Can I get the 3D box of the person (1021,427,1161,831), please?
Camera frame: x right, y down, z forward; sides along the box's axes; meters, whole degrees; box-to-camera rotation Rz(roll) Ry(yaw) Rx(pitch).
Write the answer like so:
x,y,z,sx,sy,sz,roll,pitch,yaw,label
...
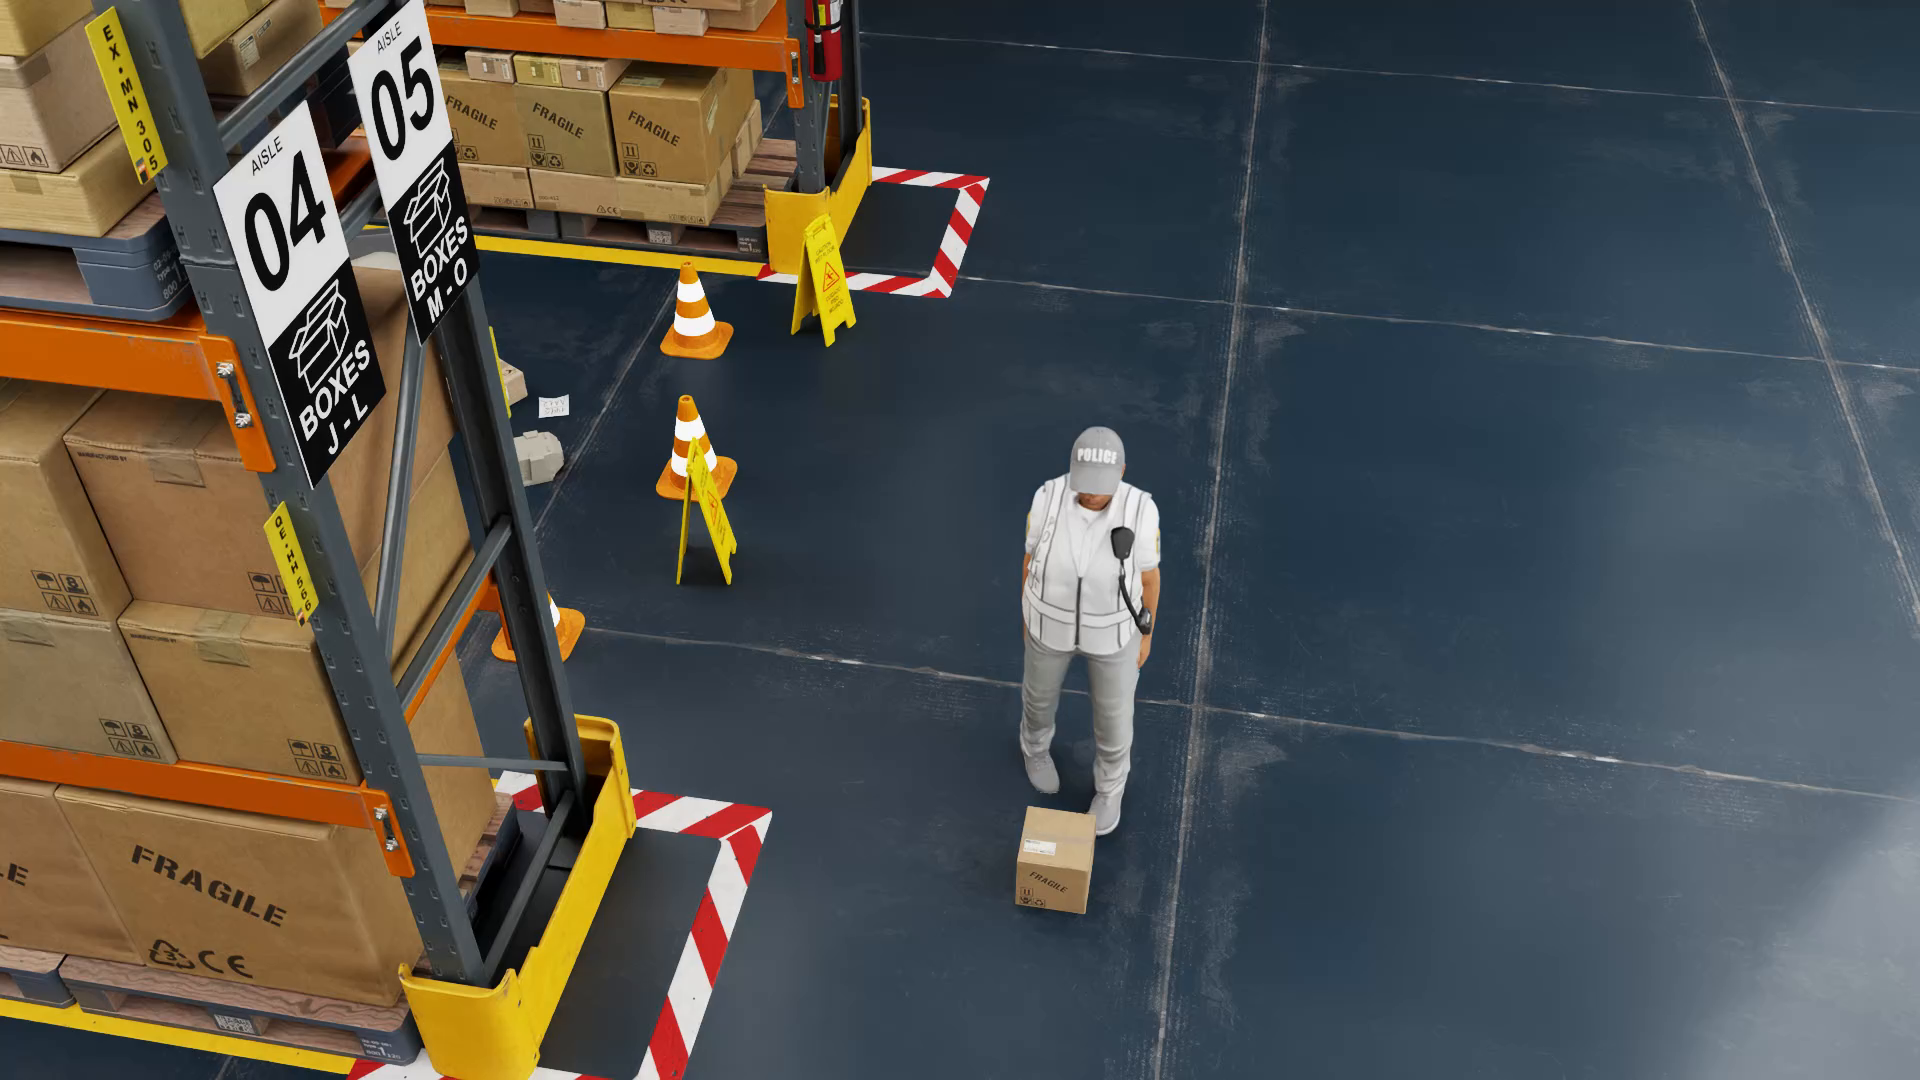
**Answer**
x,y,z,sx,sy,sz,roll,pitch,yaw,label
0.440,0.323,5.803,0.472,1.687,0.412,8,41,9,person
